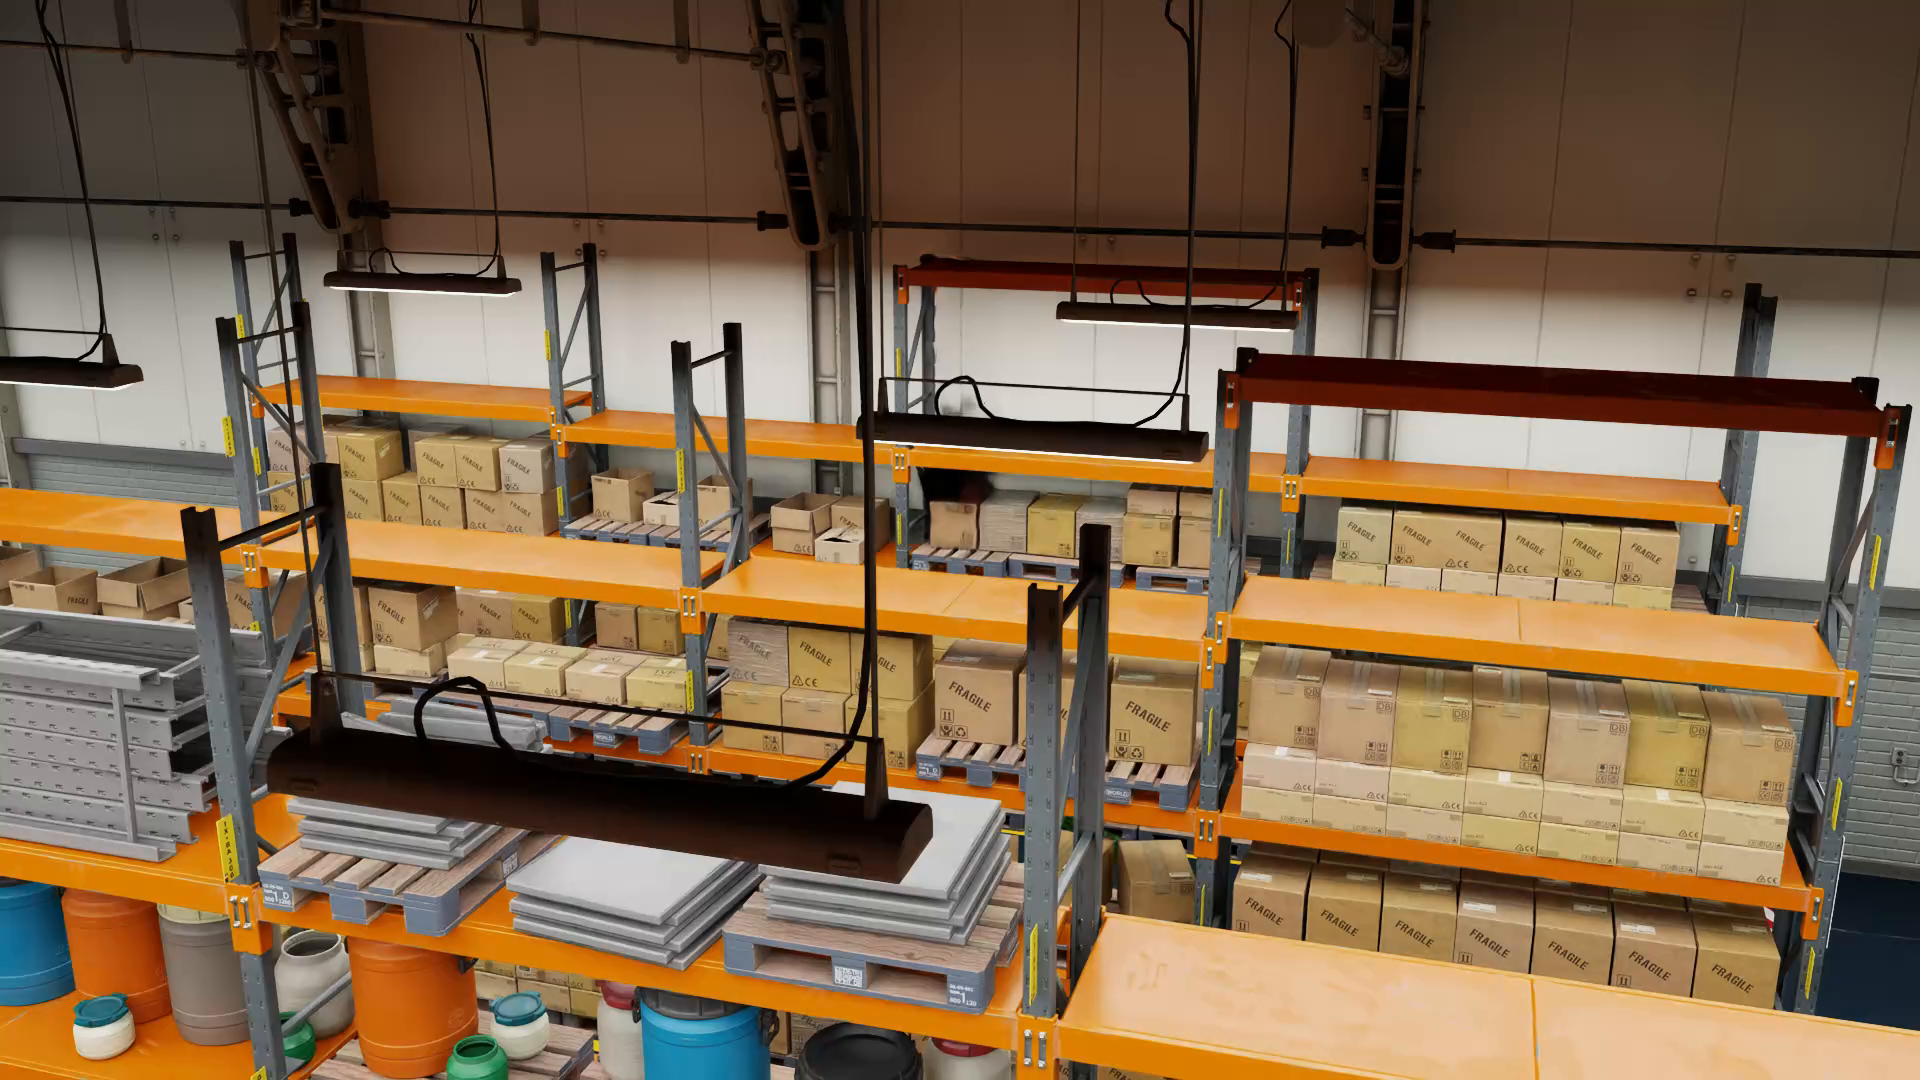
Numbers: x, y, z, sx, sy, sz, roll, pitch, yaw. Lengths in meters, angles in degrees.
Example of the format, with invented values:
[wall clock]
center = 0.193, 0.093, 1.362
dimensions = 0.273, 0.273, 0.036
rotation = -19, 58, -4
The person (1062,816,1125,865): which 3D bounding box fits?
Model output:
[person]
center = 1.203, 2.473, 15.944
dimensions = 0.889, 1.777, 0.655
rotation = 2, 16, 7
